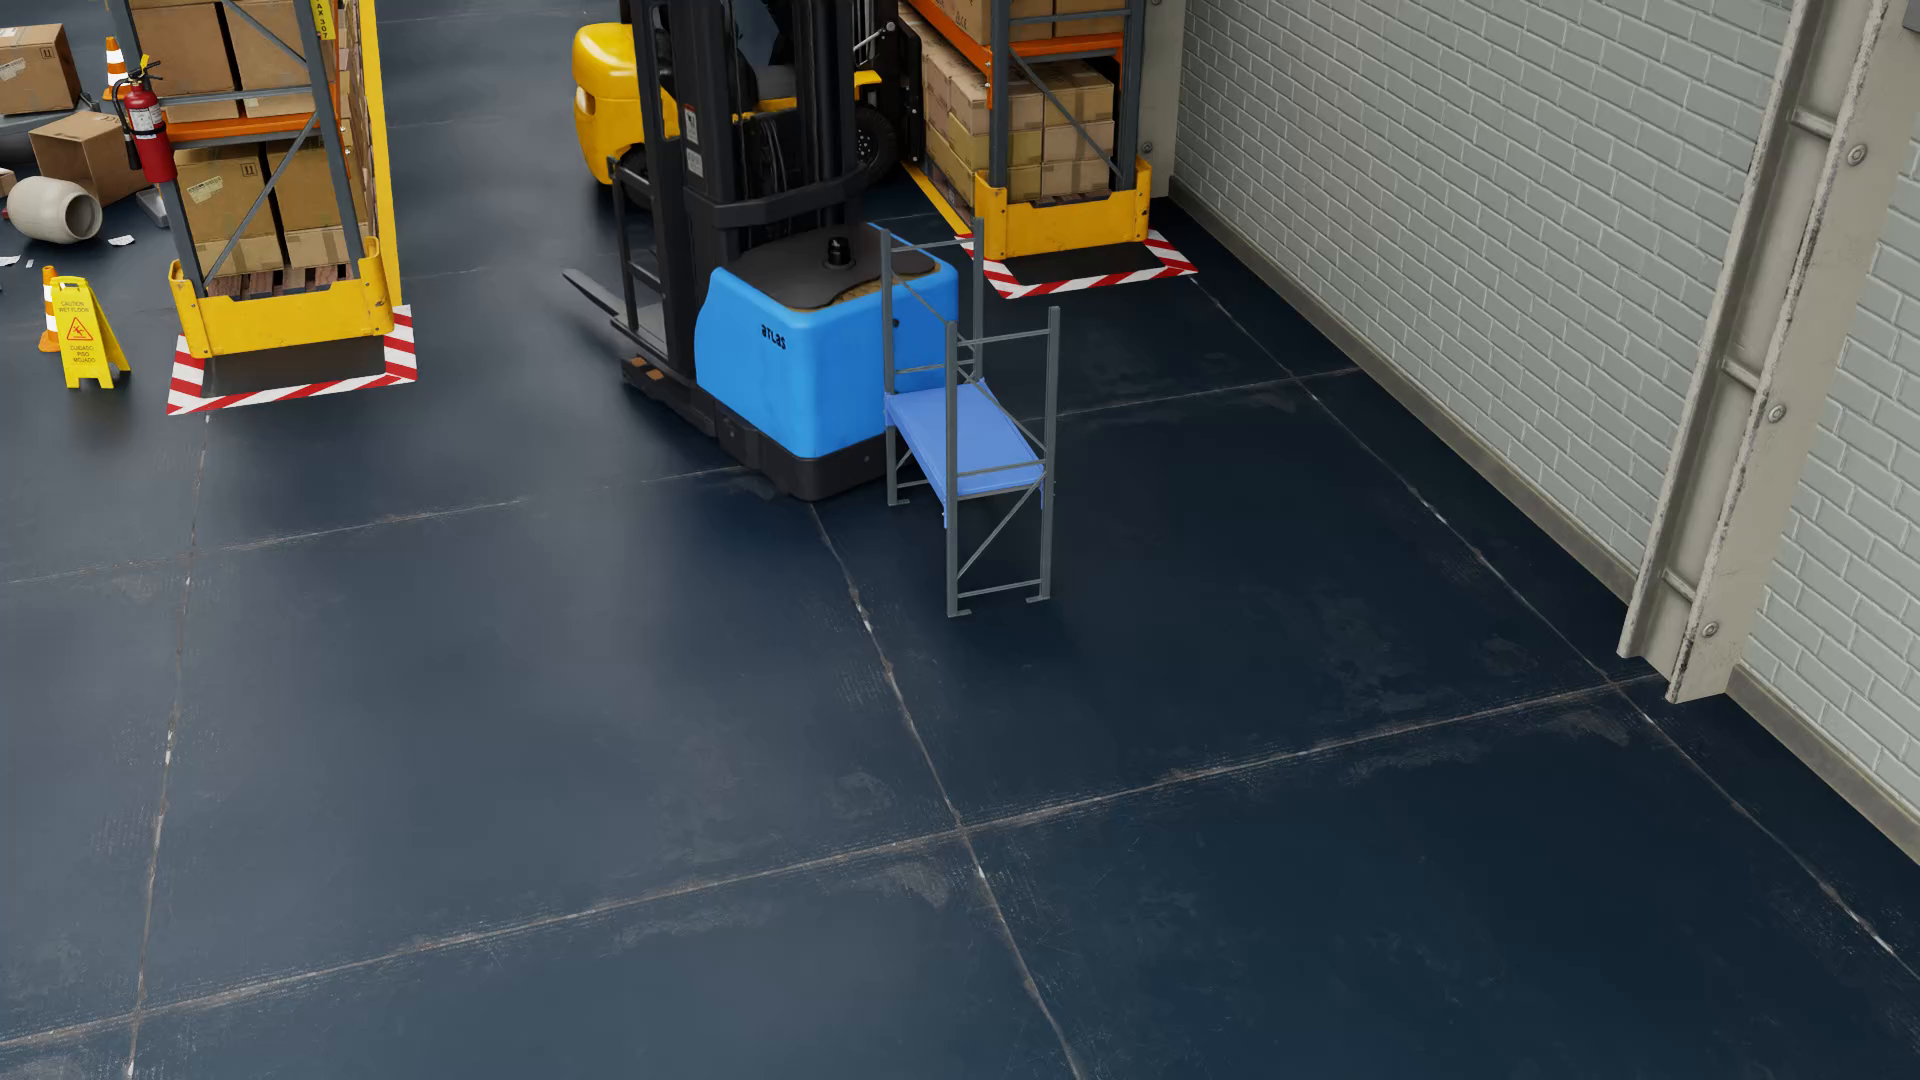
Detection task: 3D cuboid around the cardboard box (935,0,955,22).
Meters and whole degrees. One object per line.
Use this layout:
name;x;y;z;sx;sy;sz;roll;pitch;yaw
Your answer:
cardboard box;0.135;-3.836;11.243;0.500;0.500;0.500;-9;34;-13

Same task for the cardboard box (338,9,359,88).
cardboard box;-4.826;-3.645;12.478;0.500;0.500;0.500;-10;35;-15

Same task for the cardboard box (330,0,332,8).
cardboard box;-4.402;-3.735;10.820;0.500;0.500;0.500;-11;35;-16

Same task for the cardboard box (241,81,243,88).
cardboard box;-4.039;-2.708;9.855;0.380;0.149;0.250;-10;35;-14

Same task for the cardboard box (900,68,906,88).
cardboard box;-0.231;-3.541;12.548;0.500;0.250;0.500;-10;35;-15

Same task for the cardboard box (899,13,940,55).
cardboard box;-0.225;-3.738;12.392;0.500;0.250;0.500;-11;35;-16

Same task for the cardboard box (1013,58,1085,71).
cardboard box;0.562;-3.297;11.725;0.500;0.250;0.500;-10;35;-15

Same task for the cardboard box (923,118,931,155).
cardboard box;-0.046;-3.054;12.264;0.500;0.250;0.500;-10;35;-14

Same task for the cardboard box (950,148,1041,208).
cardboard box;0.240;-2.527;11.467;0.500;0.250;0.500;-10;35;-14

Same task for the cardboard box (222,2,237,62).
cardboard box;-4.618;-3.137;9.916;0.500;0.500;0.500;-10;35;-15

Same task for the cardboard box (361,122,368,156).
cardboard box;-4.503;-2.786;11.859;0.500;0.250;0.500;-9;35;-14

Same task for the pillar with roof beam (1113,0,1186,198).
pillar with roof beam;-2.769;-5.602;8.565;9.100;9.000;0.400;-10;35;-15

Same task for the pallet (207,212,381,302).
pallet;-4.279;-1.778;10.749;1.003;0.211;1.213;-10;35;-15

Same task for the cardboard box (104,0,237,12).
cardboard box;-4.405;-3.284;9.231;0.700;0.500;0.500;-11;35;-16

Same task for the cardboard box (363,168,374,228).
cardboard box;-4.173;-2.236;11.027;0.500;0.250;0.500;-9;34;-13

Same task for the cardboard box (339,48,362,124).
cardboard box;-4.512;-3.110;11.669;0.500;0.500;0.500;-8;34;-12

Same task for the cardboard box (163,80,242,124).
cardboard box;-4.359;-2.525;9.578;0.380;0.149;0.250;-9;34;-13

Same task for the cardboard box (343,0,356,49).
cardboard box;-5.647;-4.300;14.039;0.950;0.372;0.625;-8;34;-12

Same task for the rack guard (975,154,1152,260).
rack guard;0.692;-2.250;11.202;1.175;0.500;0.348;-10;35;-15

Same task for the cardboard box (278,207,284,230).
cardboard box;-4.695;-2.150;10.895;0.500;0.250;0.500;-10;35;-15

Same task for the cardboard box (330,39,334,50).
cardboard box;-4.083;-3.202;10.014;0.500;0.500;0.500;-9;35;-13

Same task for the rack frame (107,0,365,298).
rack frame;-4.042;-2.469;9.266;1.000;3.000;0.127;-10;35;-15

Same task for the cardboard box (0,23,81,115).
cardboard box;-6.948;-3.527;12.447;0.500;0.500;0.500;-10;35;-15

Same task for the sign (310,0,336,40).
sign;-3.525;-2.922;9.165;0.100;0.325;0.005;-10;35;-15

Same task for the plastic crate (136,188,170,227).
plastic crate;-5.564;-2.389;11.793;0.402;0.080;0.583;-23;40;-31

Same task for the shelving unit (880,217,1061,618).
shelving unit;0.026;-0.581;7.769;0.538;1.500;1.048;-10;35;-15

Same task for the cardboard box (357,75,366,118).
cardboard box;-4.825;-3.332;12.685;0.500;0.250;0.500;-8;34;-13

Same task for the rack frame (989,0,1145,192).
rack frame;0.684;-3.306;10.532;1.000;3.000;0.127;-10;35;-15

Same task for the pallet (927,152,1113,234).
pallet;0.411;-2.537;11.898;1.003;0.211;1.213;-10;35;-15

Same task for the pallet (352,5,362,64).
pallet;-5.876;-4.456;14.802;1.003;0.211;1.213;-10;35;-15

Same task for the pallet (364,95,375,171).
pallet;-5.023;-3.059;12.688;1.003;0.211;1.213;-10;35;-15

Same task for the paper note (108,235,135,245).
paper note;-5.705;-2.043;11.314;0.142;0.019;0.148;-23;40;-31

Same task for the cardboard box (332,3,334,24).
cardboard box;-4.398;-3.546;11.123;0.380;0.149;0.250;-10;35;-14

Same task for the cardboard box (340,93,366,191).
cardboard box;-4.196;-2.566;10.846;0.500;0.500;0.500;-11;35;-17

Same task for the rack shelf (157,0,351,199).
rack shelf;-4.652;-3.219;11.053;1.077;0.370;4.000;-10;35;-15

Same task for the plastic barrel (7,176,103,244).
plastic barrel;-6.113;-2.224;11.232;0.512;0.421;0.421;13;36;18

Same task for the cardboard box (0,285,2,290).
cardboard box;-6.365;-1.628;10.578;0.380;0.149;0.250;7;34;10

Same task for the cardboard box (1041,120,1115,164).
cardboard box;0.739;-2.824;11.463;0.500;0.250;0.500;-9;35;-14

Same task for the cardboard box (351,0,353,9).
cardboard box;-6.086;-5.064;15.195;0.950;0.372;0.625;-11;35;-16

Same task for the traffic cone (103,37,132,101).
traffic cone;-6.973;-3.926;13.772;0.336;0.463;0.334;-10;35;-15

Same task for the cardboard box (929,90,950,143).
cardboard box;0.096;-3.010;11.745;0.500;0.250;0.500;-10;35;-15

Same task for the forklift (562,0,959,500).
forklift;-1.293;-2.174;8.881;1.130;2.935;3.031;-23;40;-31

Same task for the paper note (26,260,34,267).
paper note;-6.160;-1.832;11.013;0.032;0.001;0.123;-10;35;-15

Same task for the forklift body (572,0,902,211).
forklift body;-1.631;-3.640;11.808;2.313;2.155;1.214;-10;35;-15

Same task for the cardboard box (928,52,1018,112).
cardboard box;0.086;-3.207;11.589;0.500;0.250;0.500;-9;35;-14

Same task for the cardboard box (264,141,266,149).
cardboard box;-4.697;-2.460;10.685;0.500;0.500;0.500;-9;34;-13

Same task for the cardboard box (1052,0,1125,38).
cardboard box;0.798;-3.654;10.969;0.500;0.500;0.500;-9;34;-13

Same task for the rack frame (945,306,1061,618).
rack frame;0.181;-0.314;7.365;0.500;1.500;0.032;-10;35;-15
